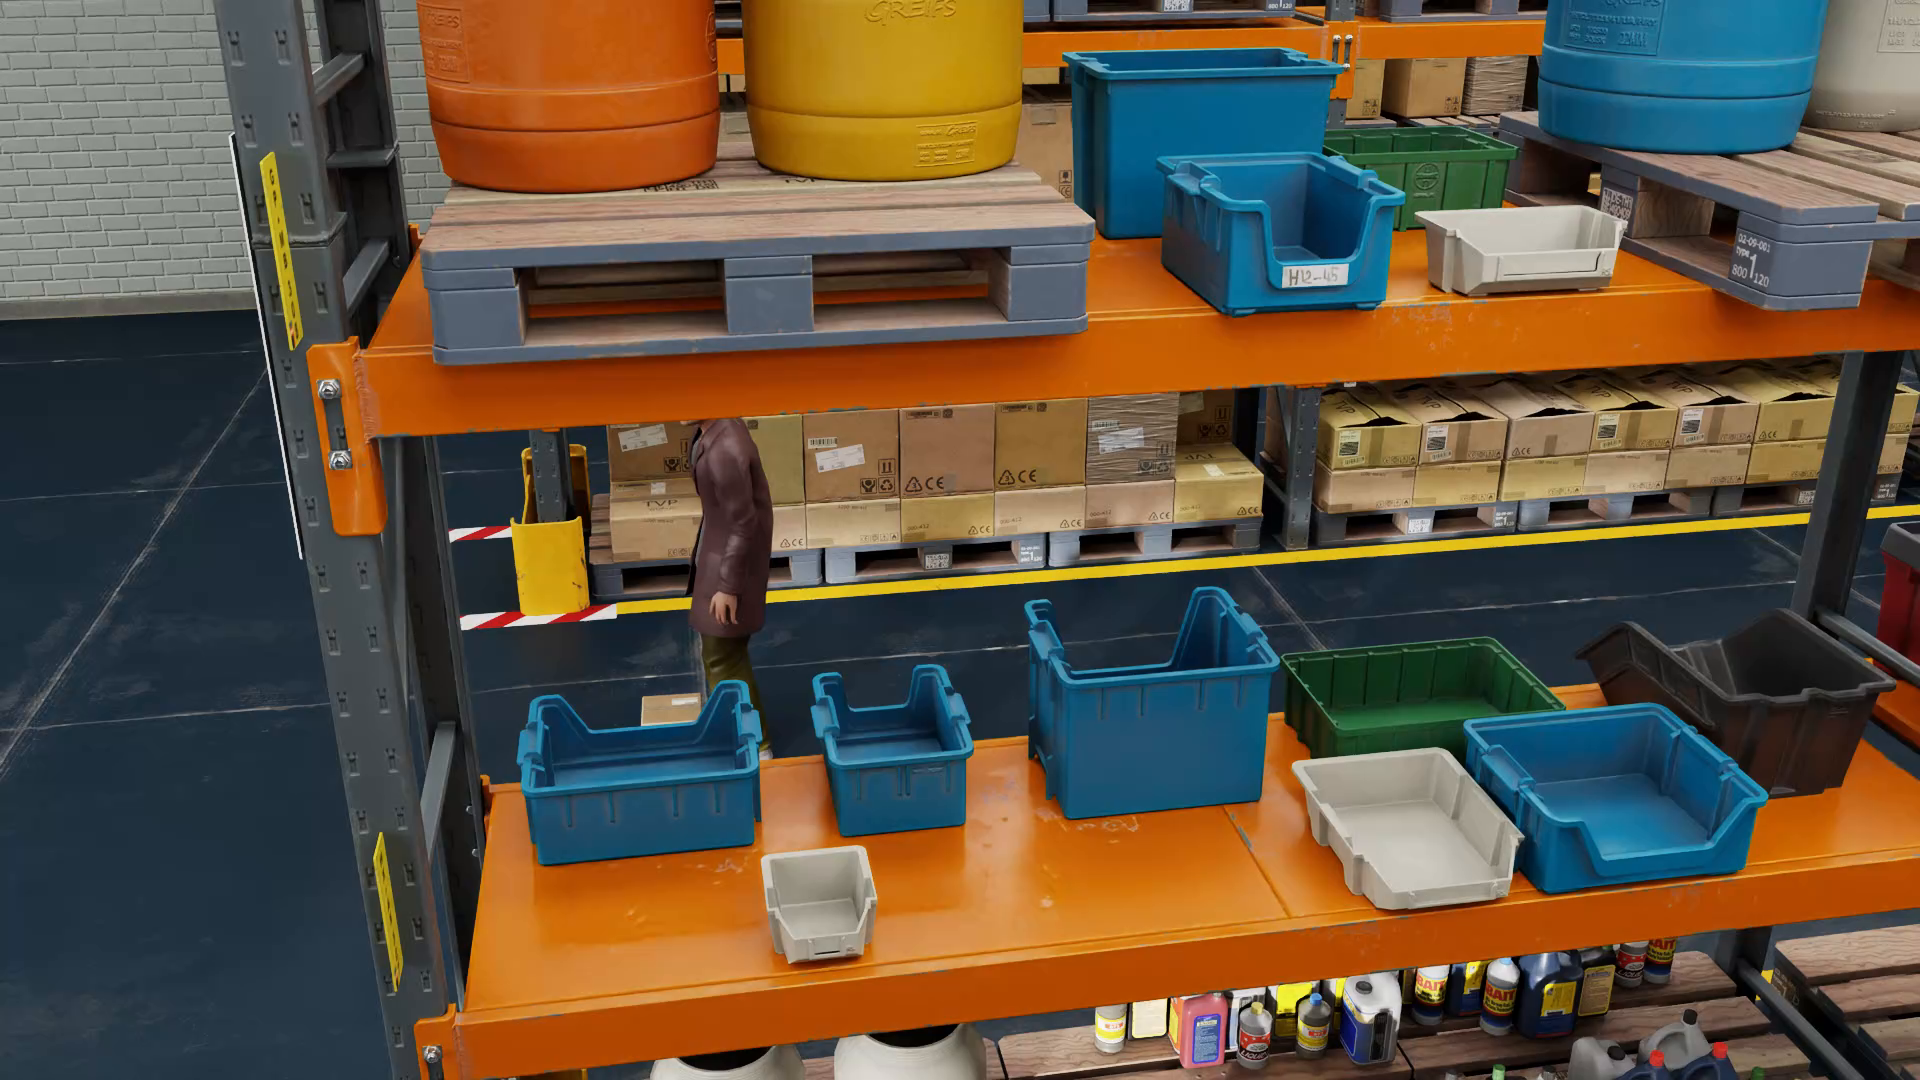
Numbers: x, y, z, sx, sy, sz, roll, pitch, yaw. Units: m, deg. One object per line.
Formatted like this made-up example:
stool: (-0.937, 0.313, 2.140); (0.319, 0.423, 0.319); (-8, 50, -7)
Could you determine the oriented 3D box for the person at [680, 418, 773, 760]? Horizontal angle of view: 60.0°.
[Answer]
person: (-0.978, 0.112, 6.852); (0.428, 1.773, 0.651); (-6, 24, -13)
